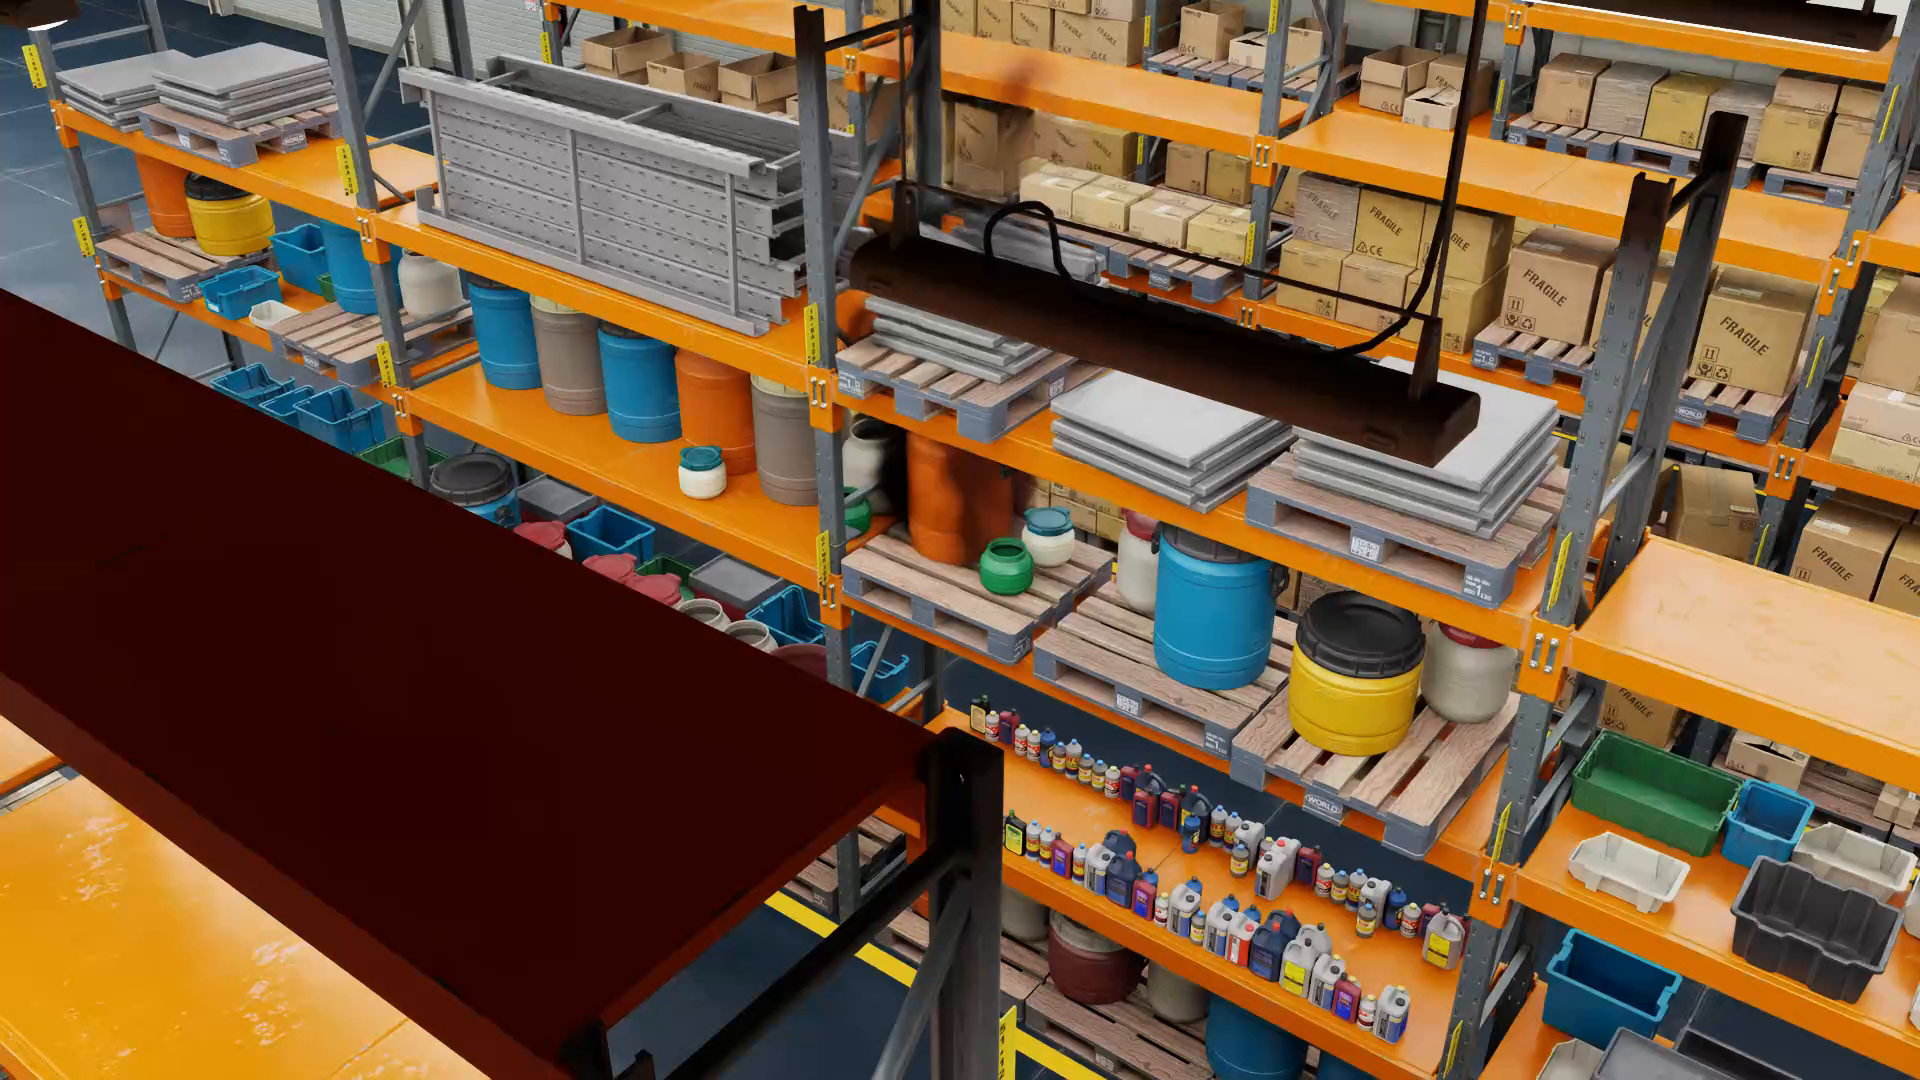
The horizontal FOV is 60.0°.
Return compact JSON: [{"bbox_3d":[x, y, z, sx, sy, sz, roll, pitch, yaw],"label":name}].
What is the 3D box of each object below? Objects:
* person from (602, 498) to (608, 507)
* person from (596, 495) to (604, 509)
[{"bbox_3d":[-3.546,-0.895,15.086,0.722,1.816,0.718,21,37,31],"label":"person"},{"bbox_3d":[-3.237,-0.308,14.073,0.810,1.837,0.699,20,37,29],"label":"person"}]
